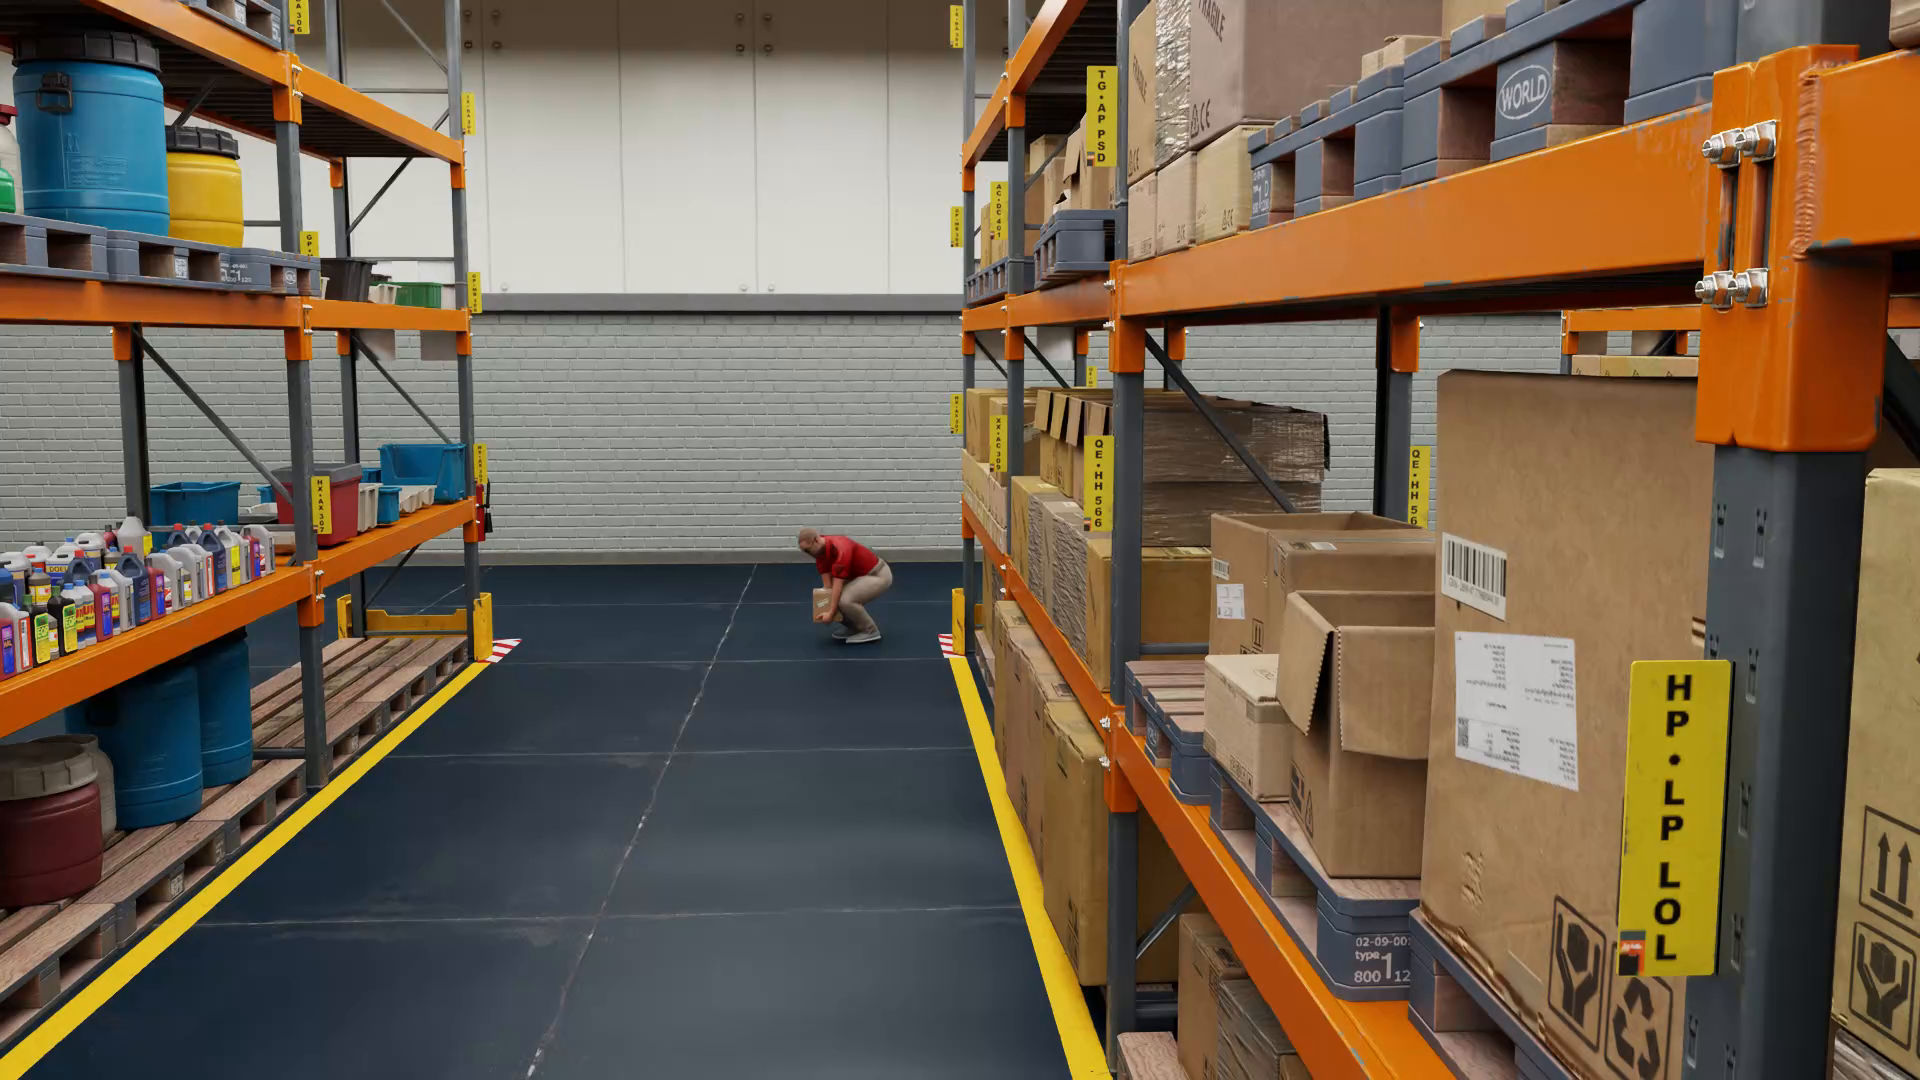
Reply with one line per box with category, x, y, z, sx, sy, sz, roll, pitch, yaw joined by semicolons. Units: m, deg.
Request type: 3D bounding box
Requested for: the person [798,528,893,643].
person;-0.999;0.376;14.251;0.863;1.008;0.539;-4;8;-28
